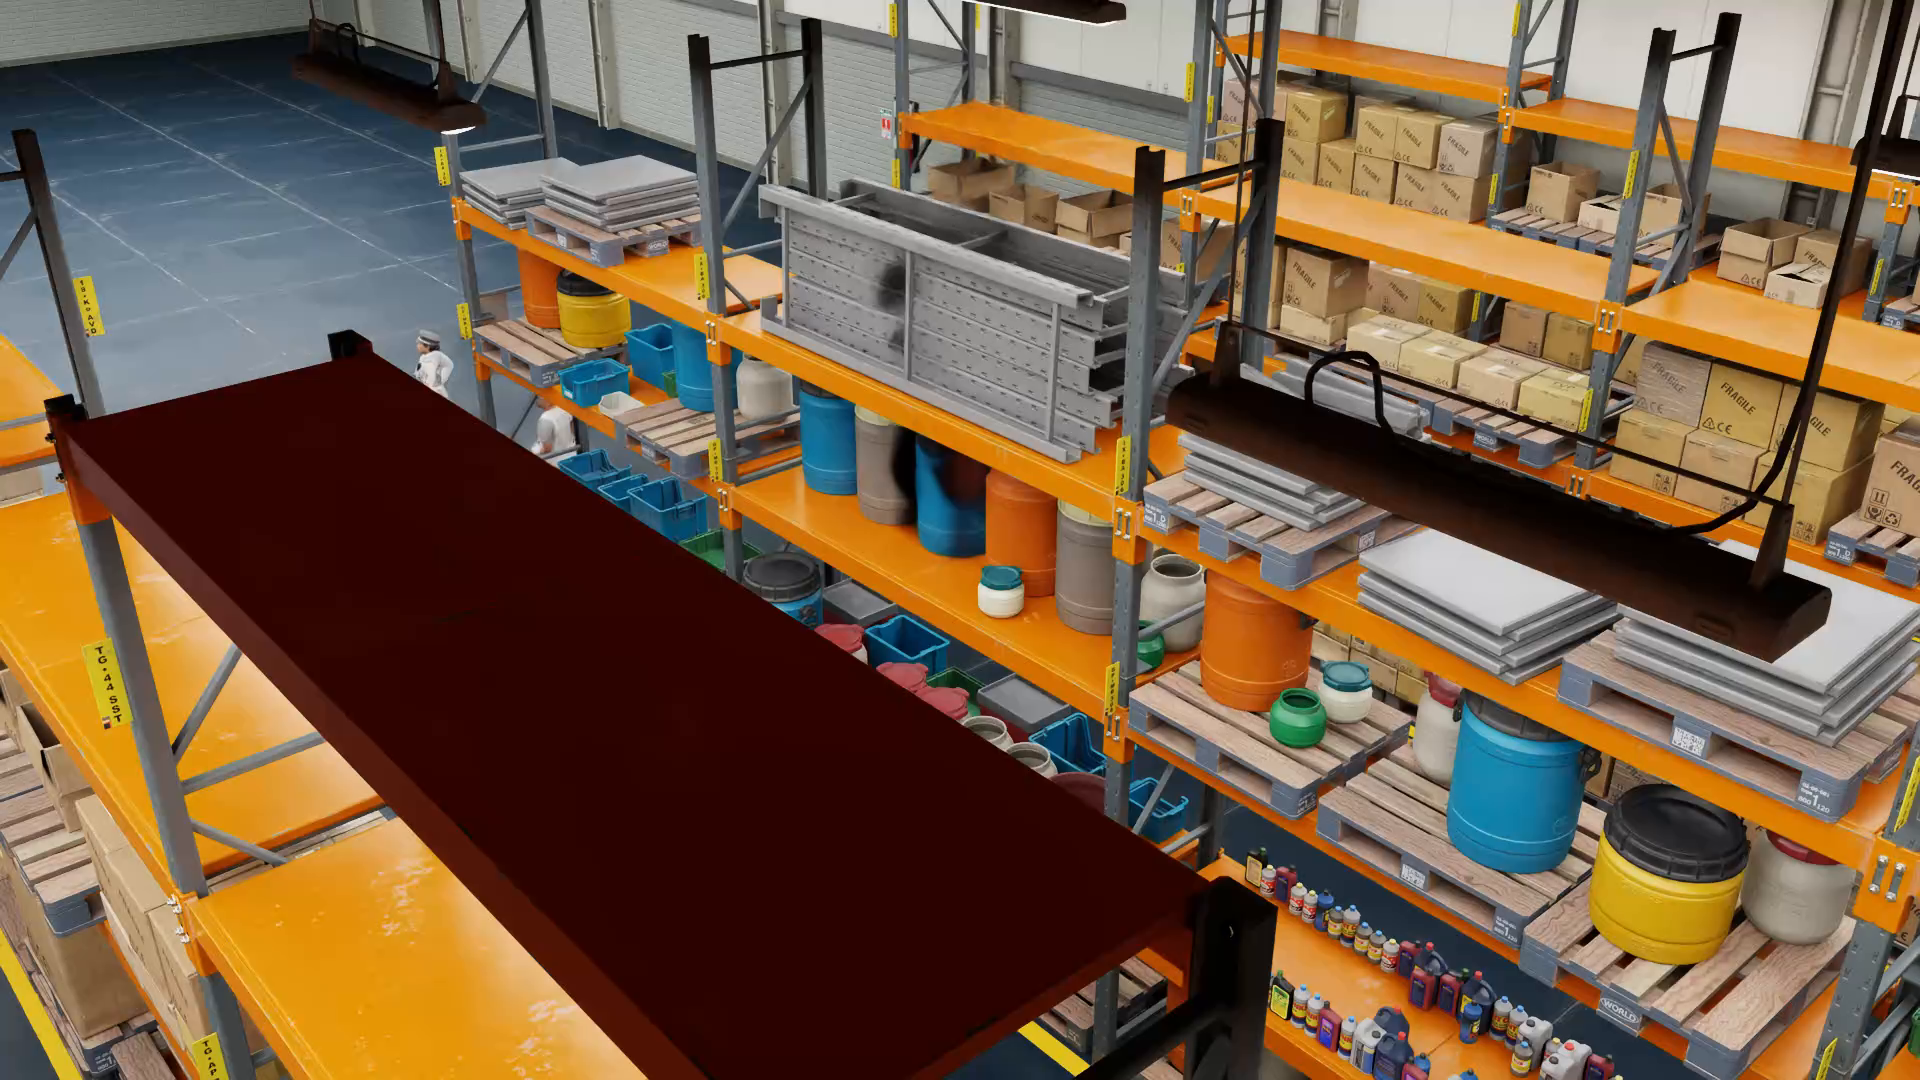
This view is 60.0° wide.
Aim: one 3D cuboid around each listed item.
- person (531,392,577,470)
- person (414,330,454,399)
[{"bbox_3d":[-4.172,-0.847,17.388,0.648,1.703,0.676,10,29,19],"label":"person"},{"bbox_3d":[-5.941,-1.554,18.779,0.708,1.721,0.580,-9,28,-17],"label":"person"}]
